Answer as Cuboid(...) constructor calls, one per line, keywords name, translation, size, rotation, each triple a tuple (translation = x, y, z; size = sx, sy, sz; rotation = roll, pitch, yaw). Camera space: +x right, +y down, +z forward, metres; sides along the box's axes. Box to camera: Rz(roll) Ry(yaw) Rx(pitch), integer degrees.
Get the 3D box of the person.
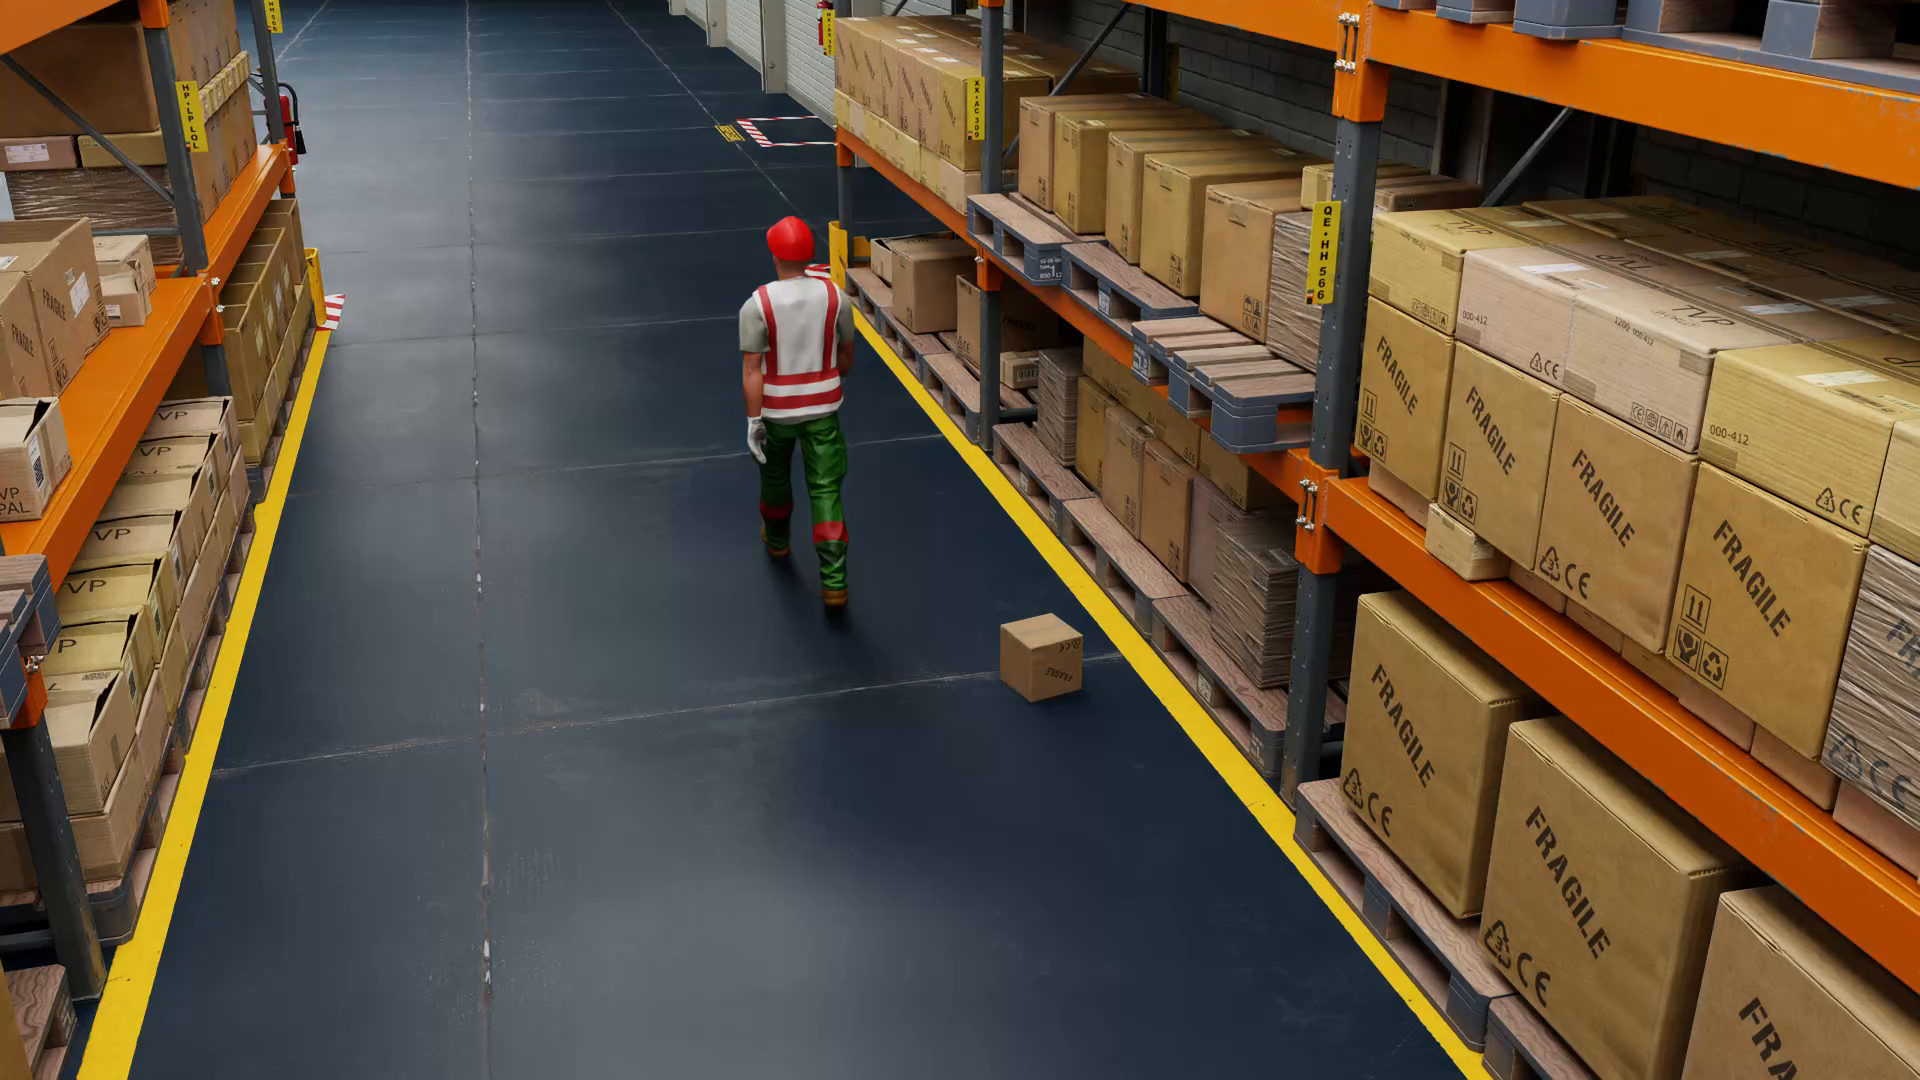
Cuboid(name="person", translation=(-0.738, -0.625, 7.572), size=(0.538, 1.735, 1.089), rotation=(-5, 23, -12))
